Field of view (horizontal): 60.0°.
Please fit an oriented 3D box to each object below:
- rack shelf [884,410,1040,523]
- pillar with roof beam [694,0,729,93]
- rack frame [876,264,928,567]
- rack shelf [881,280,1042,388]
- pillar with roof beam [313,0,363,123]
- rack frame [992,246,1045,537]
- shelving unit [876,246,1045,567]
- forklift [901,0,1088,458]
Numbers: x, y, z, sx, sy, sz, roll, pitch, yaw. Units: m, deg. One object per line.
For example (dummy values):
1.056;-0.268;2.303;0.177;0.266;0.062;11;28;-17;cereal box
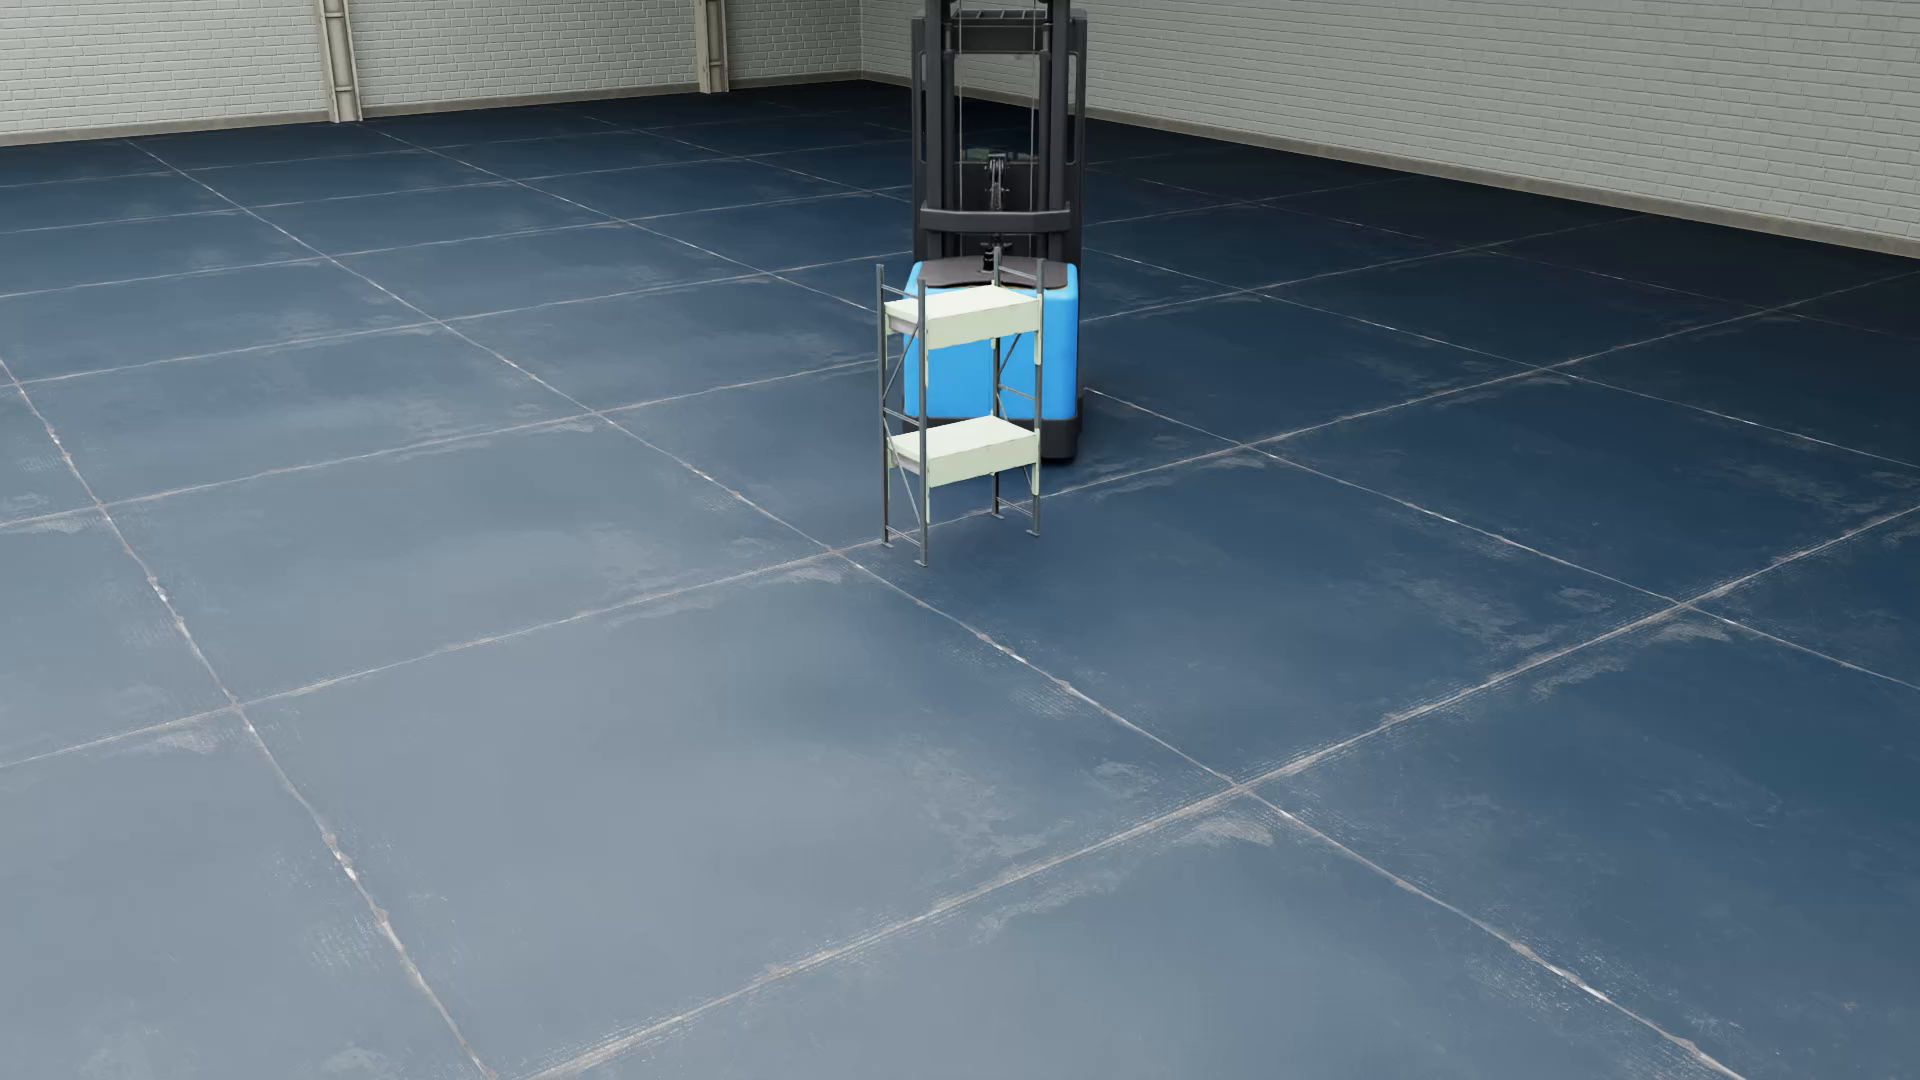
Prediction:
0.005;-0.395;8.743;0.720;0.370;0.431;-15;26;-33;rack shelf
-1.541;-10.282;22.523;0.400;9.000;9.100;-15;26;-33;pillar with roof beam
-0.292;-0.619;8.424;0.023;1.500;0.400;-15;26;-33;rack frame
0.005;-1.061;8.477;0.720;0.370;0.431;-15;26;-33;rack shelf
-6.411;-8.984;19.268;0.400;9.000;9.100;-15;26;-33;pillar with roof beam
0.303;-0.777;8.821;0.023;1.500;0.400;-15;26;-33;rack frame
0.005;-0.698;8.622;0.755;1.500;0.431;-15;26;-33;shelving unit
0.255;-2.350;10.832;1.130;2.935;3.031;1;22;3;forklift
